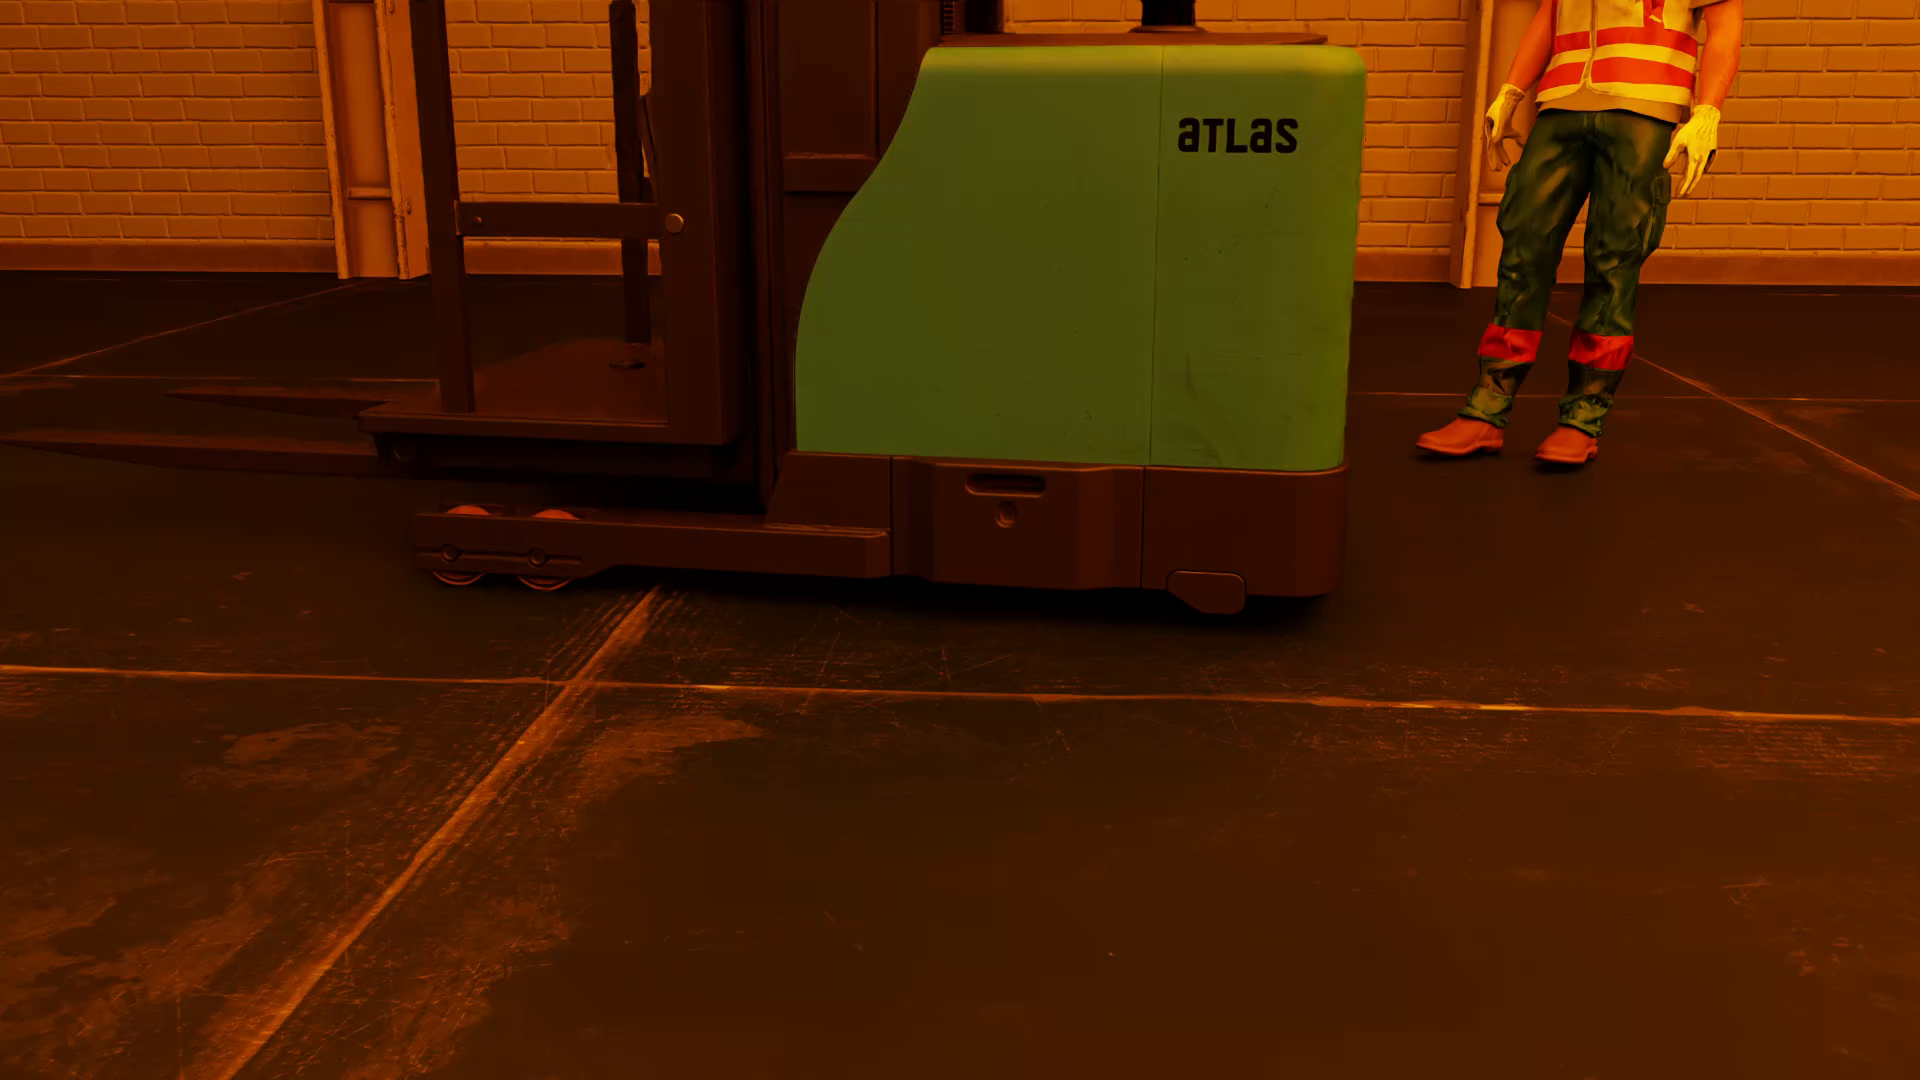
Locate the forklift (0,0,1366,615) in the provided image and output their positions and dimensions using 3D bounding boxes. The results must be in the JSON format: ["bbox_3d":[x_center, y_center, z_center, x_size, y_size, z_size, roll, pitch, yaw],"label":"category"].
[{"bbox_3d":[-0.670,-1.441,3.529,3.031,2.935,1.130,3,15,11],"label":"forklift"}]

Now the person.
[{"bbox_3d":[1.655,-1.087,4.375,0.565,1.787,0.638,-13,20,-40],"label":"person"}]
